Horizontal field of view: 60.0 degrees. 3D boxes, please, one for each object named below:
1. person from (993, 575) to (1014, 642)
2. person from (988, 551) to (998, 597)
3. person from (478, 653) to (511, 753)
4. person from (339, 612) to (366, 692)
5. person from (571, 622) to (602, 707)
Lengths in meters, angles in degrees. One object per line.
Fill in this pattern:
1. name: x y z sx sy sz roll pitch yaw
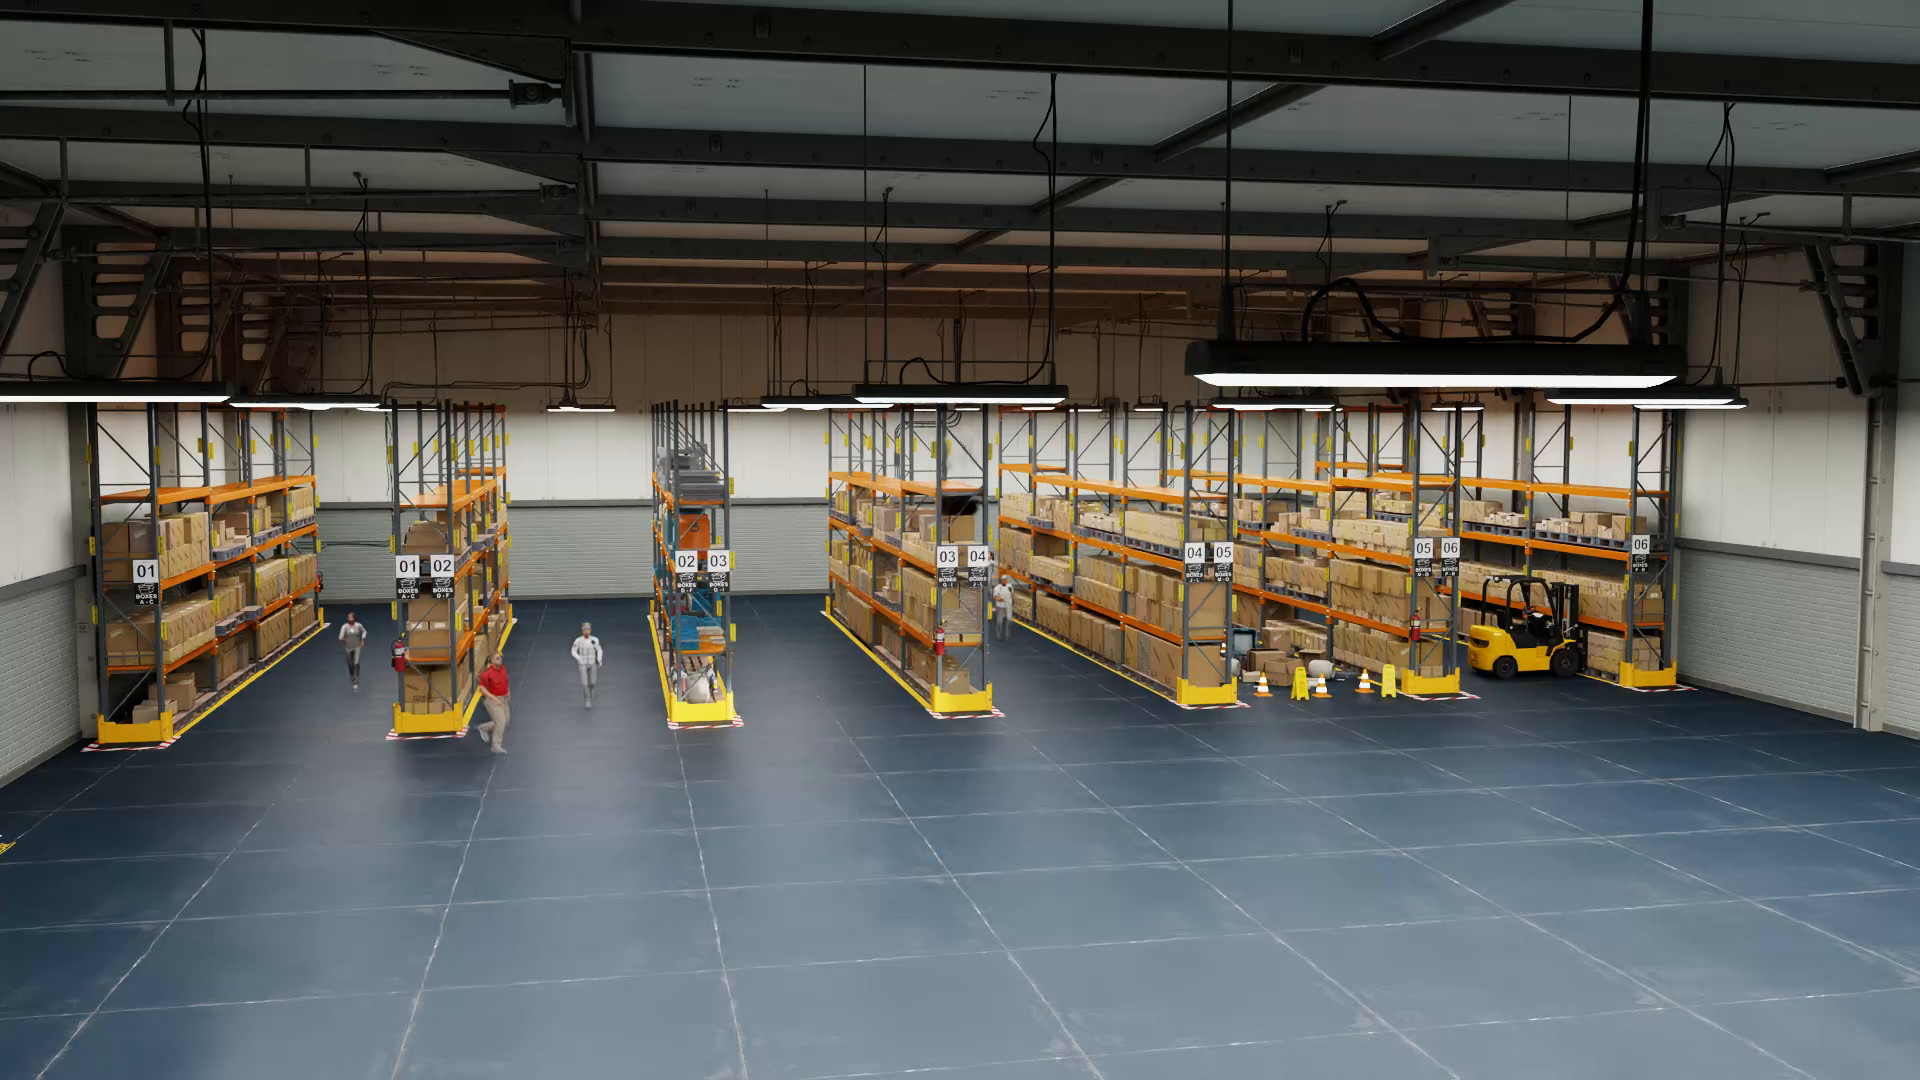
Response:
1. person: 1.114 1.733 42.209 0.556 1.715 0.760 0 4 -5
2. person: 0.832 1.145 49.460 0.988 1.630 0.606 -1 5 -19
3. person: -7.921 2.760 28.269 0.607 1.719 0.660 2 5 25
4. person: -12.655 2.310 34.653 0.536 1.595 0.875 -1 5 -17
5. person: -7.338 2.441 32.735 0.616 1.660 0.554 -1 5 -18
